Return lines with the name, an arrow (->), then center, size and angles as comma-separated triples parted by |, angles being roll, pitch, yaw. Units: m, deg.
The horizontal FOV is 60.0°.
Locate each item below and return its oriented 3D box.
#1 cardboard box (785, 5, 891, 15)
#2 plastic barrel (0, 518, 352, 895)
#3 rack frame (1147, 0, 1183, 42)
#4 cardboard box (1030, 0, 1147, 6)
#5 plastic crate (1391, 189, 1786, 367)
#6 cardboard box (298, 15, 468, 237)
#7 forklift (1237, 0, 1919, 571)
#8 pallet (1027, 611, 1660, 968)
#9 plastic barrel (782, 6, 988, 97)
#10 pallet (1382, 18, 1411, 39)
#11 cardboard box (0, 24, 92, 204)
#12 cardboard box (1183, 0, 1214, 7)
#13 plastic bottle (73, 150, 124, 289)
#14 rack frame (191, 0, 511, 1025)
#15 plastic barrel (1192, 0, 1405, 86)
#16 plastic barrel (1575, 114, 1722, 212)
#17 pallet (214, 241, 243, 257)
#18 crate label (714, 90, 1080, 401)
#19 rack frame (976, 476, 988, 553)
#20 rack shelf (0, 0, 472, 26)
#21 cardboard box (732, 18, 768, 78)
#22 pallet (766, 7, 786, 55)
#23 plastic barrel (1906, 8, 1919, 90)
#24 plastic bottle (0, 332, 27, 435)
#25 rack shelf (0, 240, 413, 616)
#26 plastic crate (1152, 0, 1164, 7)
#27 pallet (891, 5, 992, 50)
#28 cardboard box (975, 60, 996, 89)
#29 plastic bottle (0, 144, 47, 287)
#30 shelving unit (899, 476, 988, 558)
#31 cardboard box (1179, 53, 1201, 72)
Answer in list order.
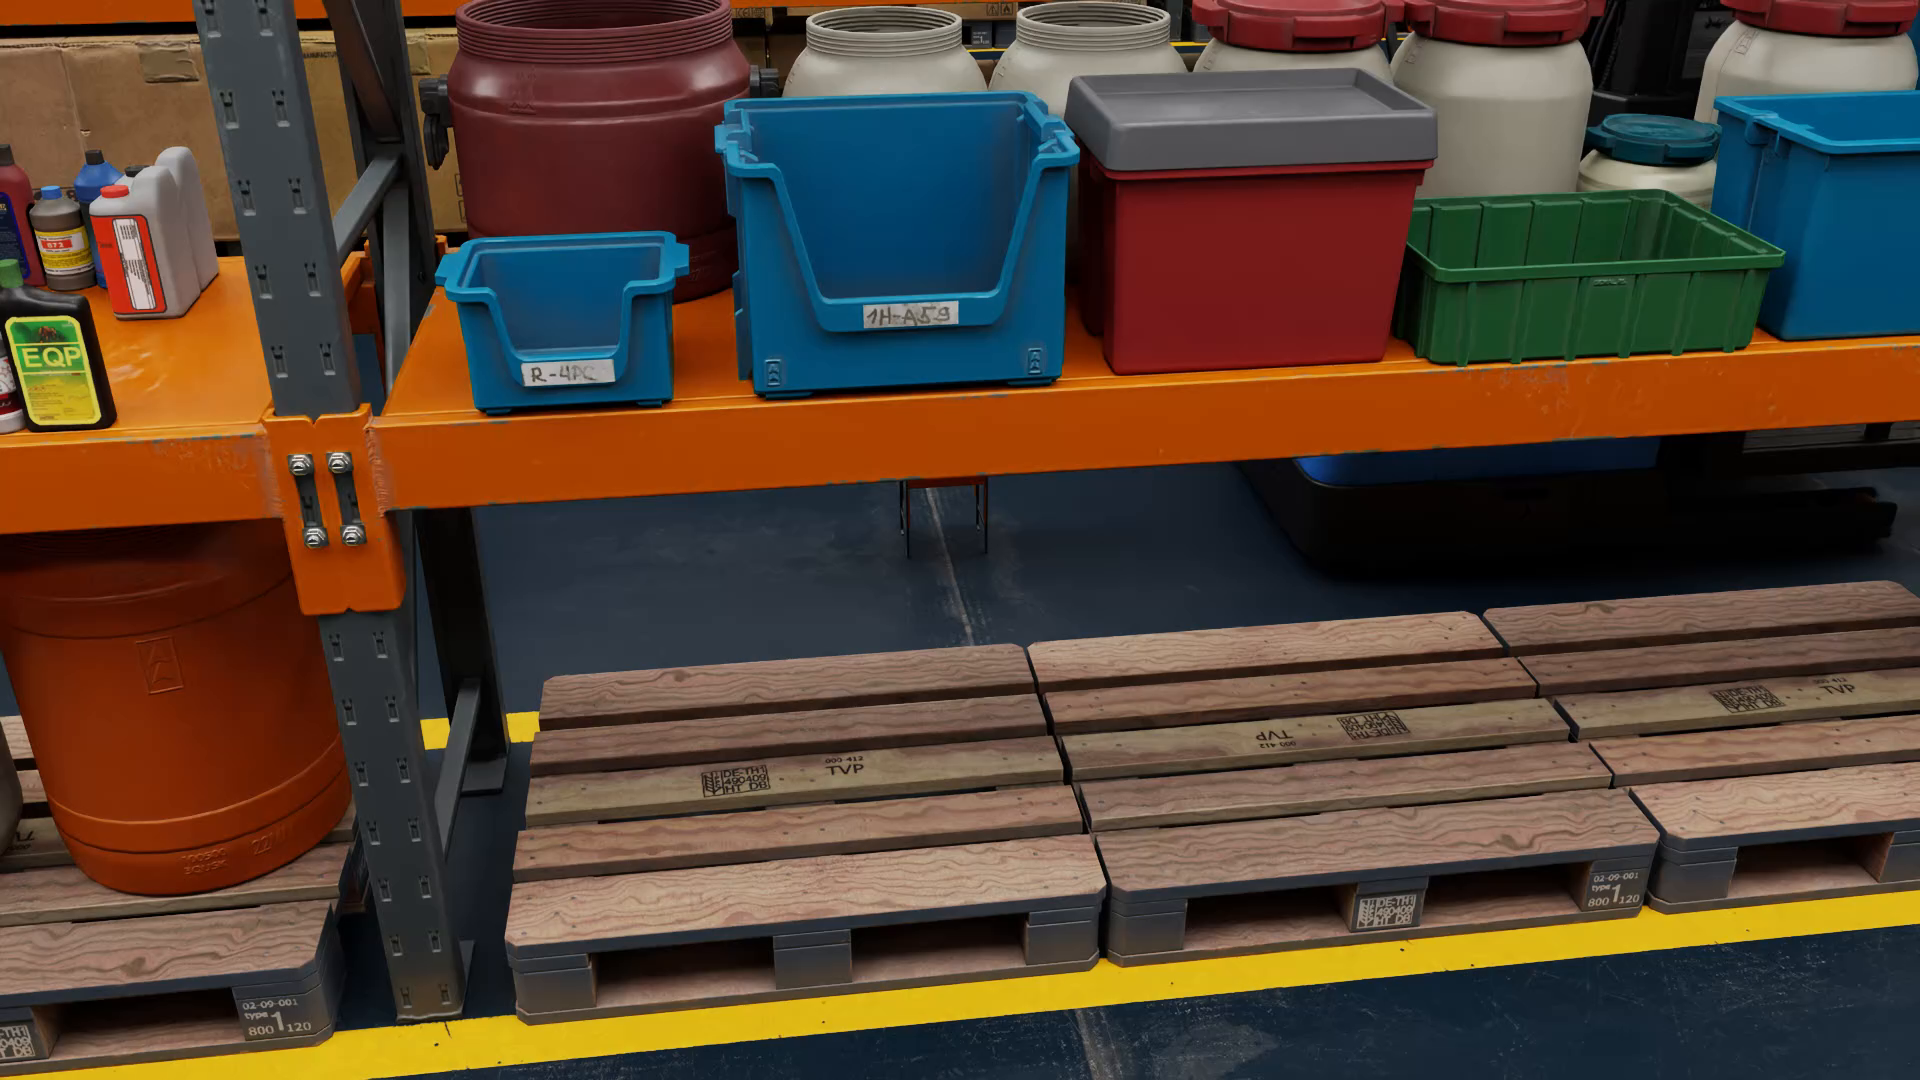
cardboard box -> -0.939, -4.317, 12.383 | 0.750, 0.750, 1.050 | -3, 27, -6
plastic barrel -> -1.621, 0.229, 3.435 | 0.708, 0.830, 0.600 | -4, 27, -7
rack frame -> 1.541, -5.331, 12.353 | 0.127, 3.000, 1.000 | -4, 27, -7
cardboard box -> 0.939, -4.436, 12.615 | 0.750, 0.750, 1.050 | -4, 27, -7
plastic crate -> 1.137, -0.510, 3.191 | 0.662, 0.188, 0.450 | -4, 27, -7
cardboard box -> -2.515, -2.035, 7.797 | 0.875, 0.875, 1.225 | -5, 28, -10
forklift -> 2.464, -1.504, 4.971 | 3.031, 2.935, 1.130 | -4, 27, -7
pallet -> 0.839, 0.544, 3.958 | 1.213, 0.211, 1.003 | -4, 27, -7
plastic barrel -> -0.150, -0.800, 3.401 | 0.421, 0.512, 0.421 | 0, 27, 0
pallet -> 3.516, -4.182, 13.169 | 1.213, 0.211, 1.003 | -4, 27, -7
cardboard box -> -4.274, -1.922, 7.577 | 0.875, 0.875, 1.225 | -5, 28, -9
cardboard box -> 2.174, -4.580, 12.759 | 0.875, 0.875, 0.875 | -3, 27, -6
plastic bottle -> -1.731, -0.655, 3.381 | 0.097, 0.271, 0.097 | 0, 27, 0
rack frame -> -1.139, -0.588, 3.111 | 0.127, 3.000, 1.000 | -4, 27, -7
plastic barrel -> 0.689, -0.867, 3.506 | 0.433, 0.535, 0.433 | 0, 27, 0
plastic barrel -> 1.490, -0.767, 3.610 | 0.301, 0.262, 0.301 | 0, 27, 0
pallet -> -3.825, -1.495, 7.932 | 1.213, 0.211, 1.003 | -4, 27, -7
crate label -> -0.117, -0.545, 2.988 | 0.616, 0.435, 0.502 | -4, 27, -7
rack frame -> 0.068, -0.471, 5.019 | 0.008, 1.050, 0.200 | -4, 27, -7
rack shelf -> -3.809, -2.380, 7.391 | 4.000, 0.370, 1.077 | -4, 27, -7
cardboard box -> -1.169, -2.301, 7.883 | 0.500, 0.250, 0.500 | -3, 27, -5
pallet -> -1.628, -3.852, 12.525 | 1.213, 0.211, 1.003 | -4, 27, -7
plastic barrel -> 2.398, -1.178, 3.712 | 0.708, 0.901, 0.600 | -4, 27, -7
plastic bottle -> -1.597, -0.282, 2.732 | 0.097, 0.201, 0.097 | 0, 27, 0
rack shelf -> -3.119, -0.141, 3.027 | 4.000, 0.370, 1.077 | -4, 27, -7
plastic crate -> 1.531, -4.708, 14.158 | 0.662, 0.188, 0.450 | 10, 39, 19
pallet -> -0.423, -3.928, 12.674 | 1.213, 0.211, 1.003 | -4, 27, -7
cardboard box -> -0.060, -2.043, 8.202 | 0.500, 0.500, 0.700 | -1, 27, -3
plastic bottle -> -1.944, -0.655, 3.368 | 0.133, 0.283, 0.061 | -4, 27, -7
shelving unit -> -0.053, -0.464, 5.004 | 0.252, 1.050, 0.215 | -4, 27, -7
cardboard box -> 1.046, -2.114, 8.341 | 0.500, 0.500, 0.700 | -4, 27, -7
